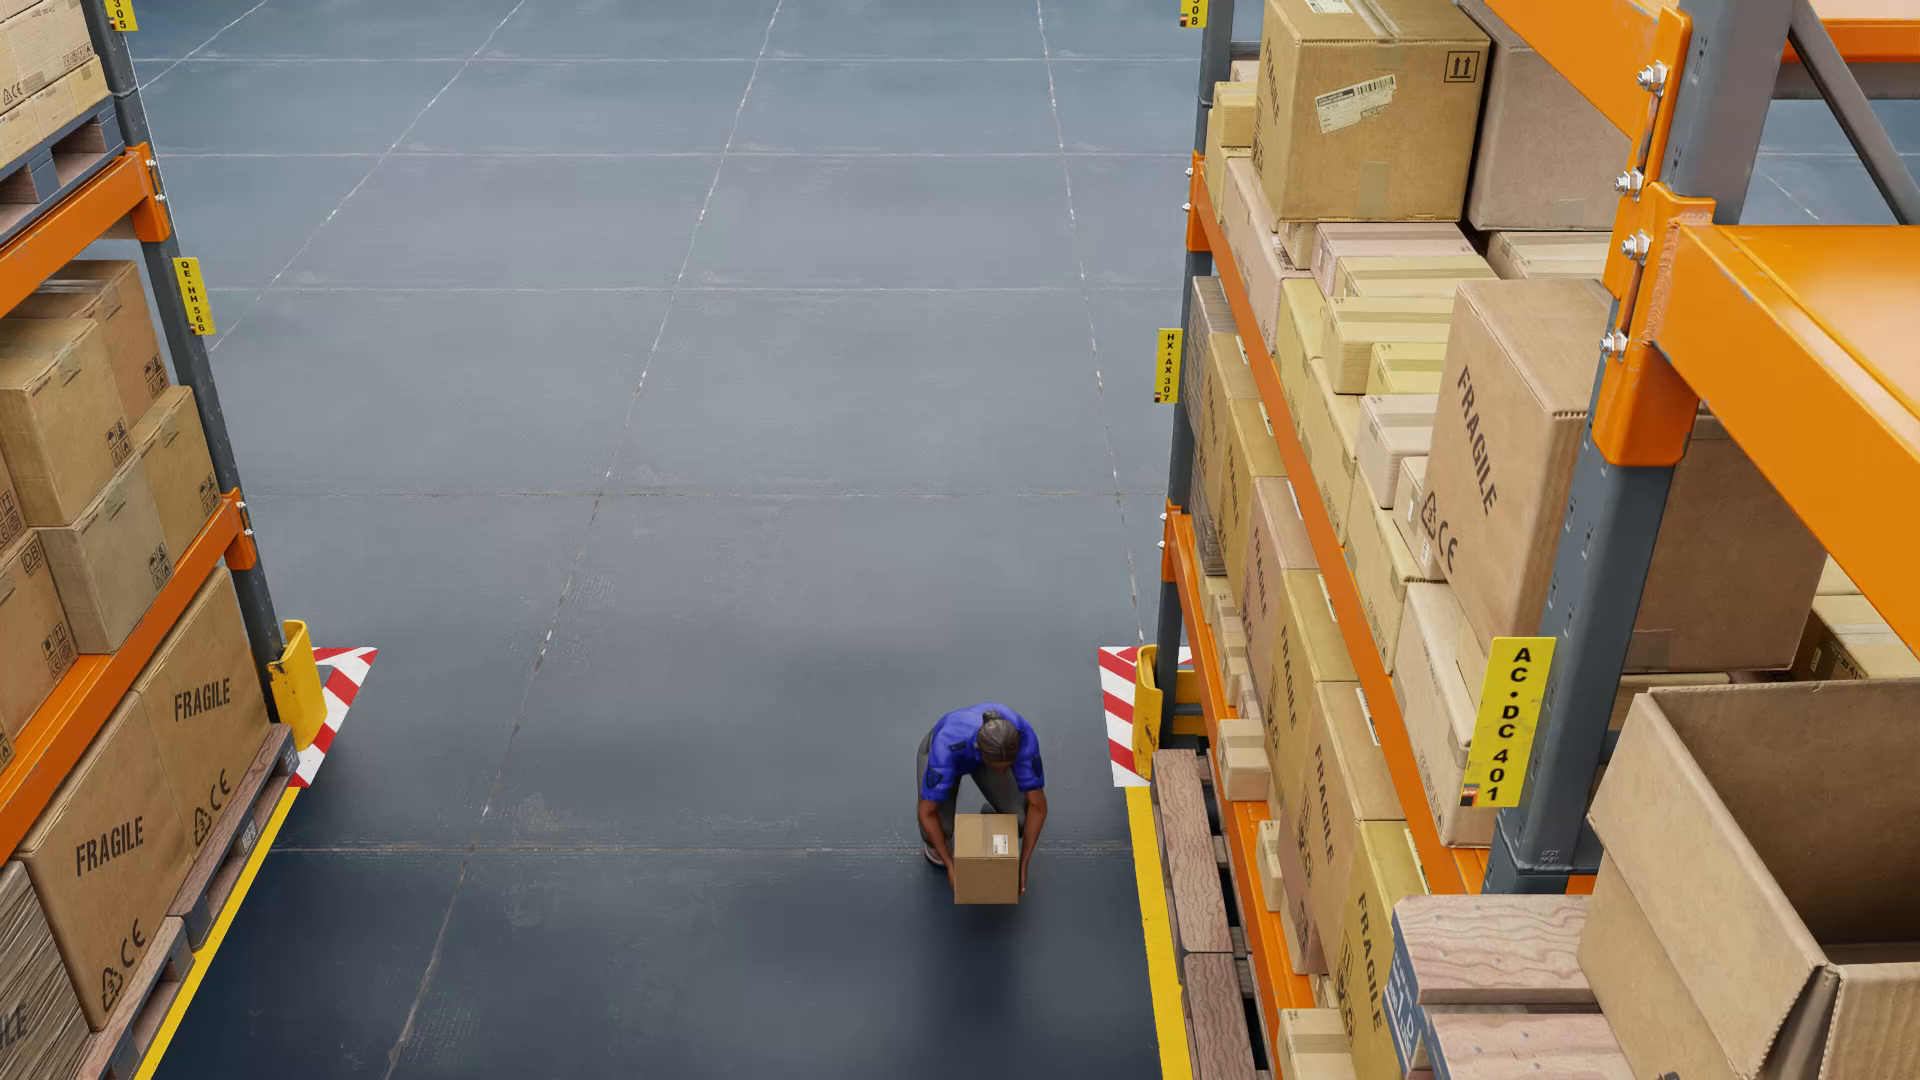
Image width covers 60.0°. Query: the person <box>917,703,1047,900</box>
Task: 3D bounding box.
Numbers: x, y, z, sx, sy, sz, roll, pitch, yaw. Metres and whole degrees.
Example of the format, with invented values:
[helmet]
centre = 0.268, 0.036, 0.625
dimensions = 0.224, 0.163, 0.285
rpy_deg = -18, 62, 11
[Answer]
[person]
centre = 0.067, 0.985, 6.763
dimensions = 0.518, 0.917, 0.821
rpy_deg = -4, 32, -7
